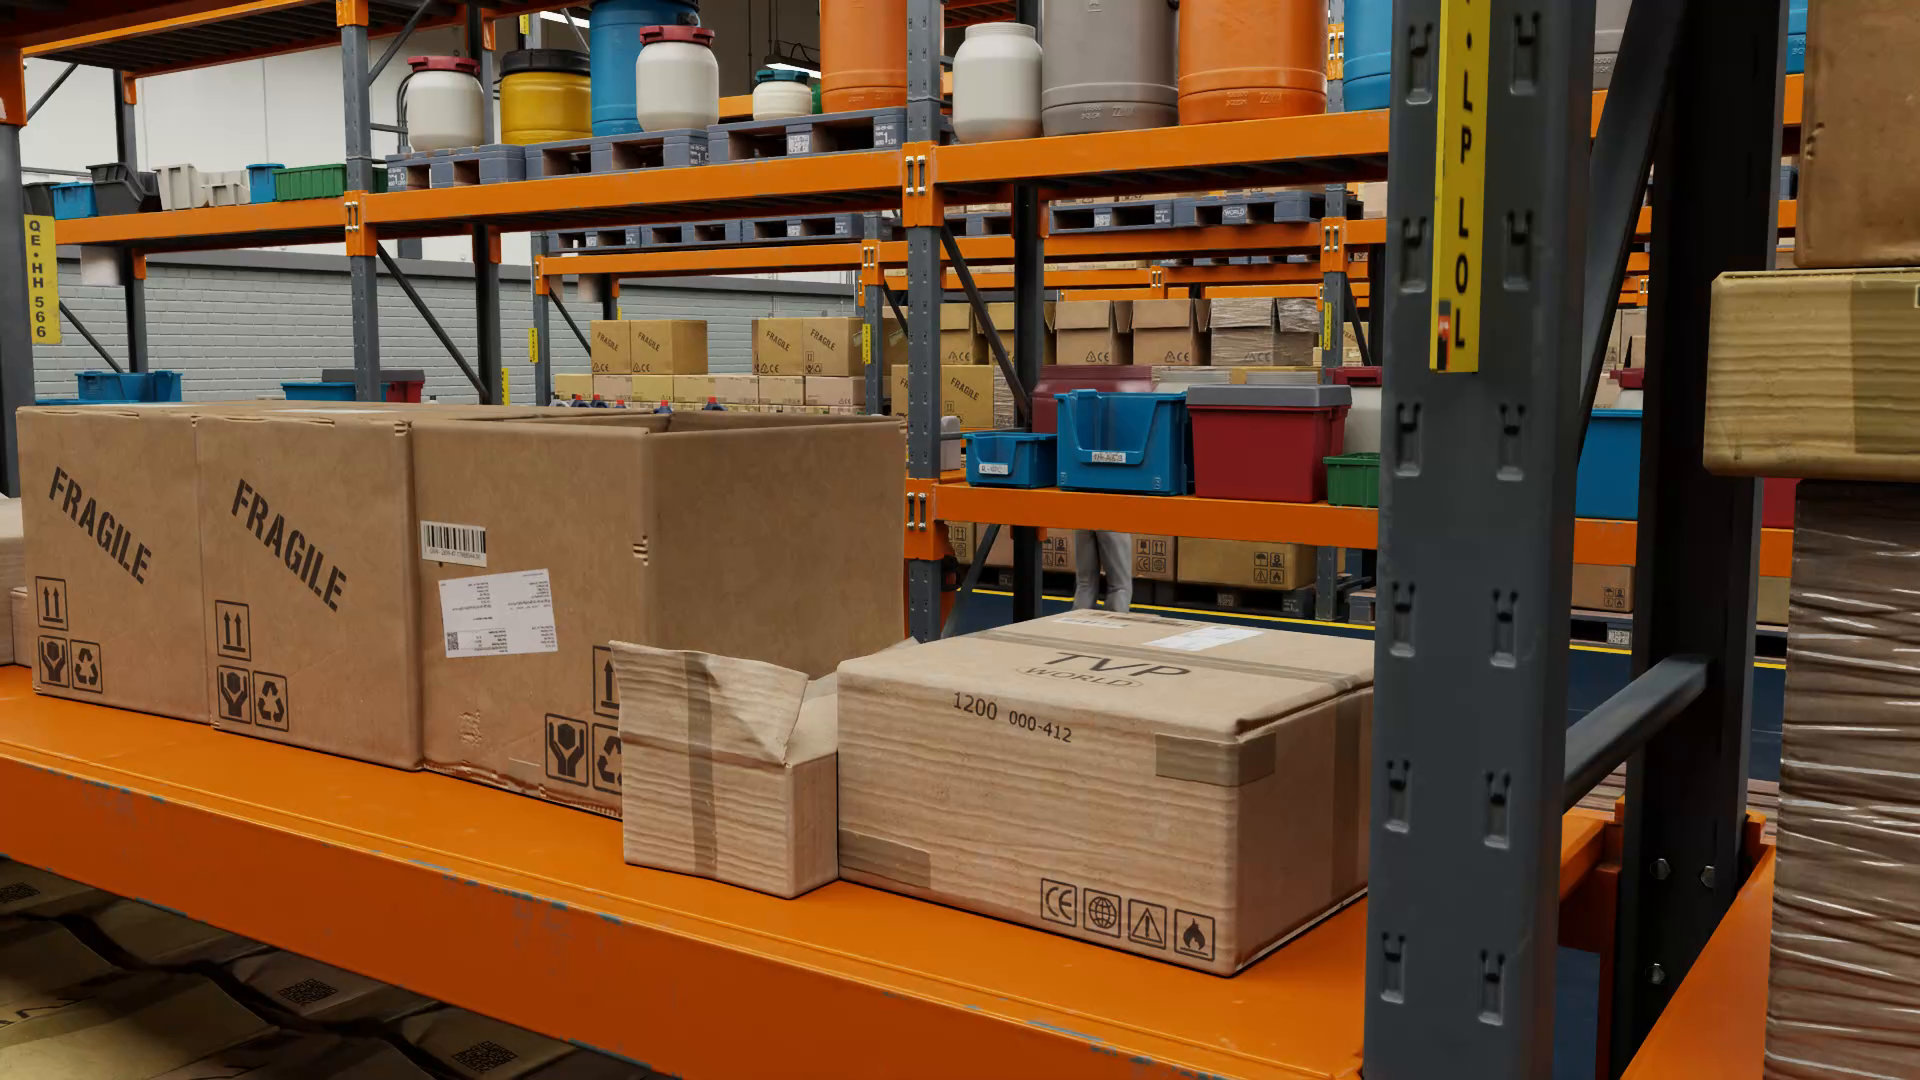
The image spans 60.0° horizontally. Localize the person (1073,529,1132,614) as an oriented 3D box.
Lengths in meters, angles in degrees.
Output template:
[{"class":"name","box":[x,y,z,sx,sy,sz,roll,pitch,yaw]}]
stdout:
[{"class":"person","box":[0.831,-0.058,10.034,0.443,1.670,0.368,4,8,35]}]
